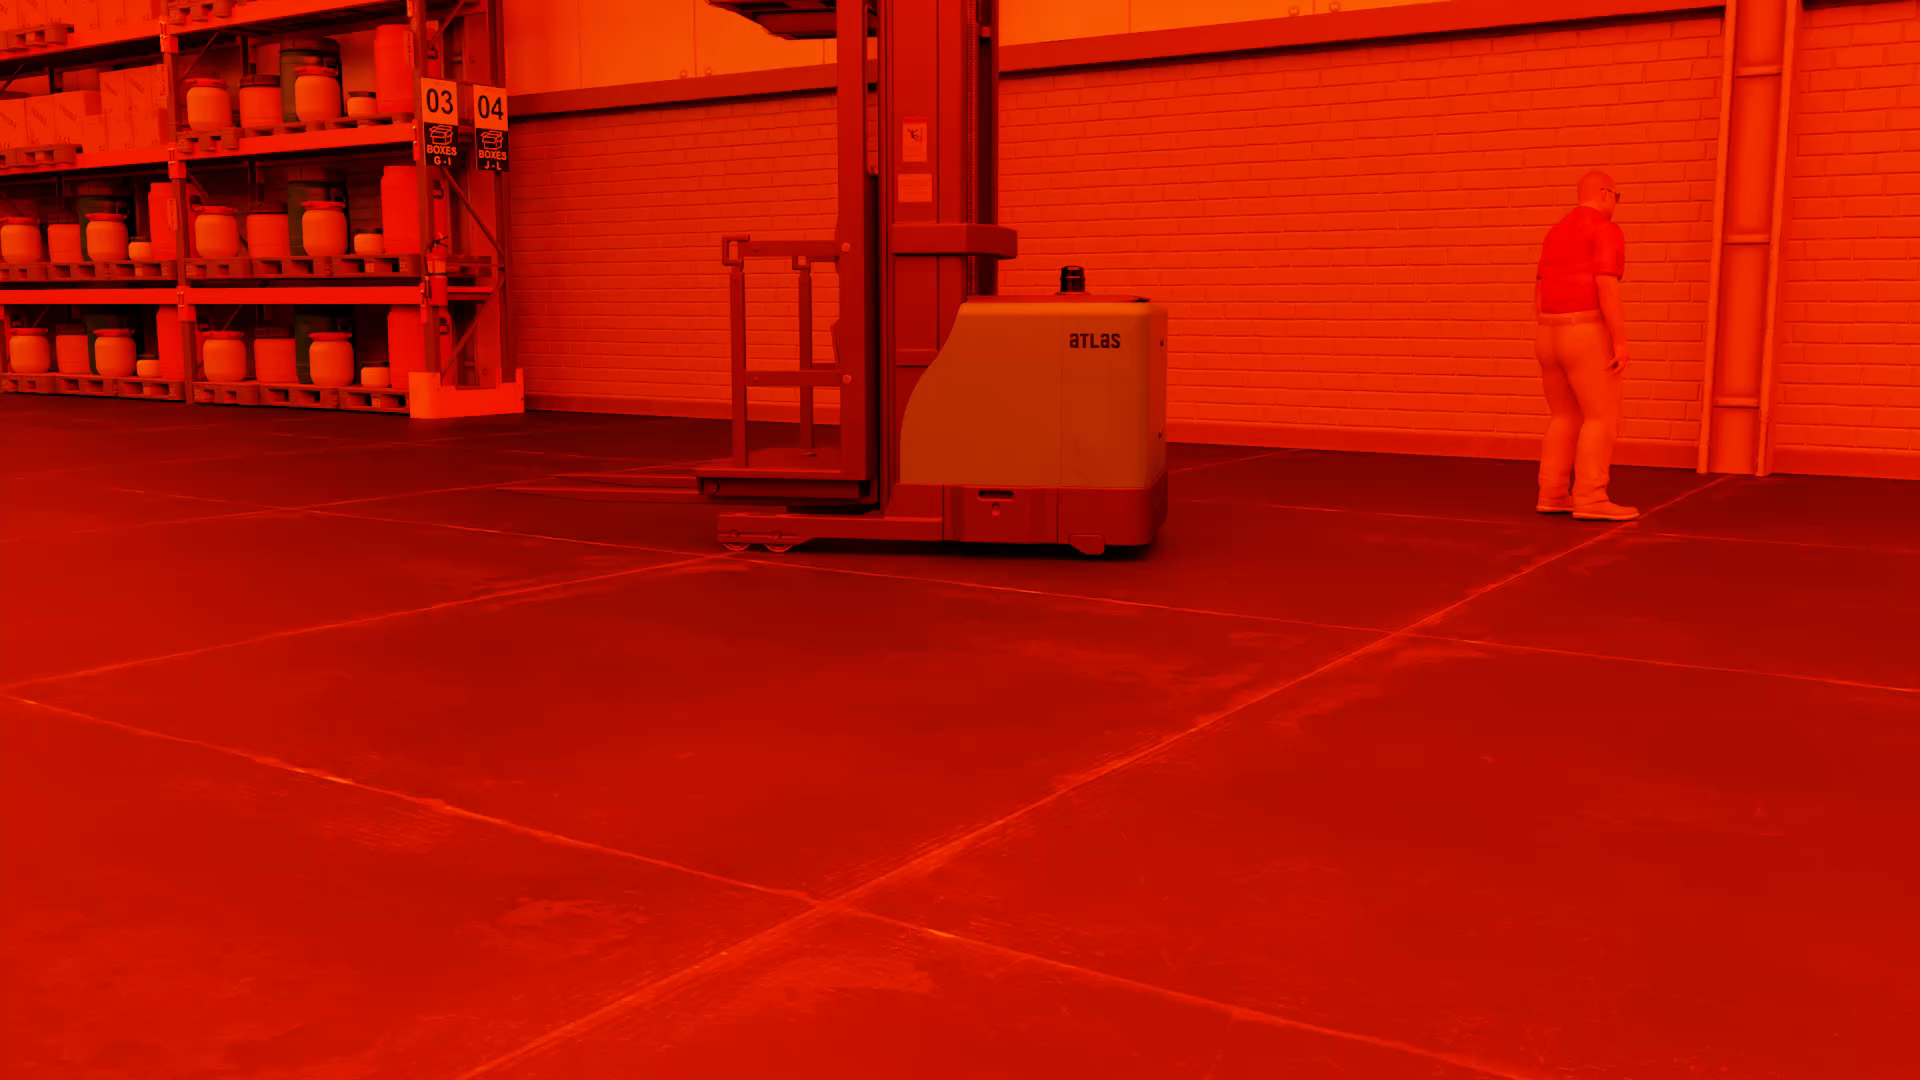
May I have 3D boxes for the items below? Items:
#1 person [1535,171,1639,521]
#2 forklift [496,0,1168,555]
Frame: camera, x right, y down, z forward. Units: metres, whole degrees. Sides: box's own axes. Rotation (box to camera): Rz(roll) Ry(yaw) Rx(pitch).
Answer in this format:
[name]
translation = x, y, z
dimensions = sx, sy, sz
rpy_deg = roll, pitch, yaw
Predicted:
[person]
translation = 3.140, -0.983, 8.379
dimensions = 0.399, 1.725, 0.598
rpy_deg = -3, 8, -17
[forklift]
translation = -0.596, -1.469, 7.520
dimensions = 3.031, 2.935, 1.130
rpy_deg = 2, 8, 12
